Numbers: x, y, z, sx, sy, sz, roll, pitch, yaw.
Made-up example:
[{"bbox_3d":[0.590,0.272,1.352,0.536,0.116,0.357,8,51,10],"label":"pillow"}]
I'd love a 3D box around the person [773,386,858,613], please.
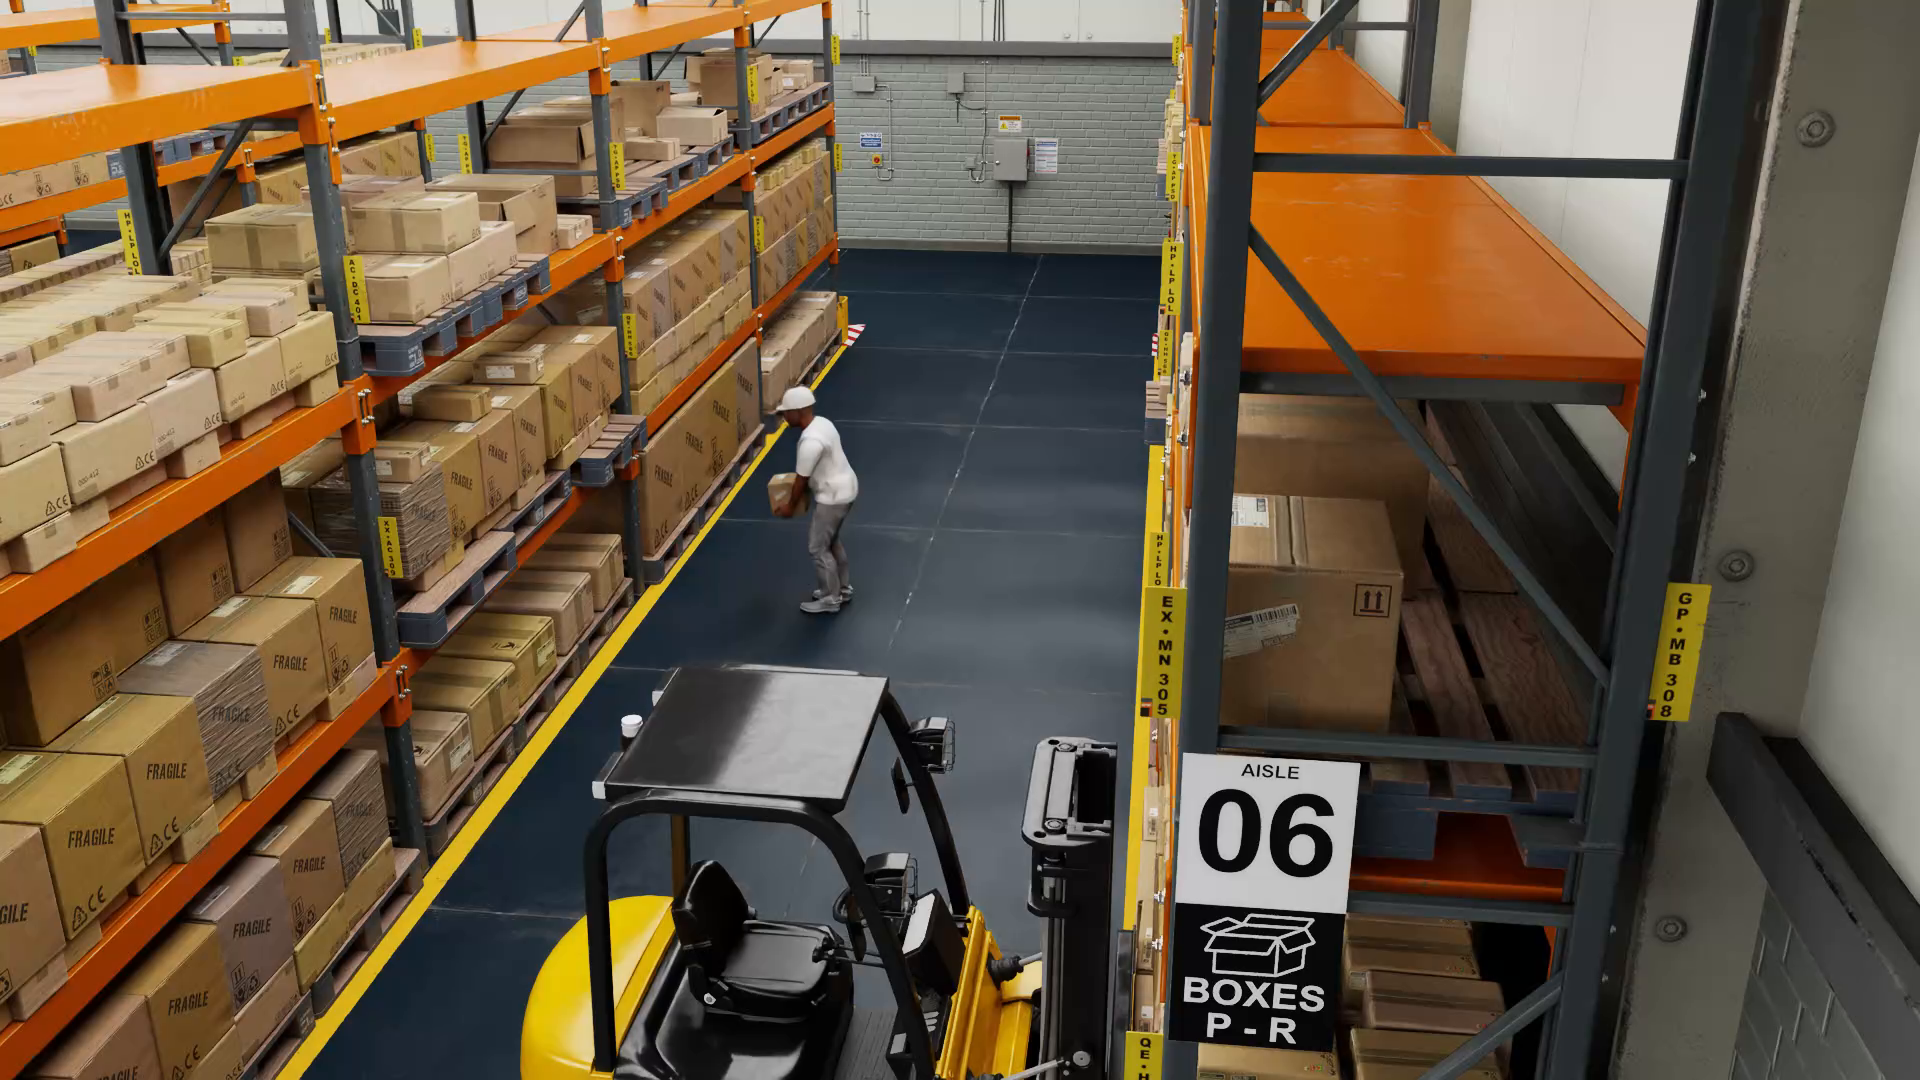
[{"bbox_3d":[-1.065,-0.302,12.324,0.610,1.718,0.498,2,21,5],"label":"person"}]
